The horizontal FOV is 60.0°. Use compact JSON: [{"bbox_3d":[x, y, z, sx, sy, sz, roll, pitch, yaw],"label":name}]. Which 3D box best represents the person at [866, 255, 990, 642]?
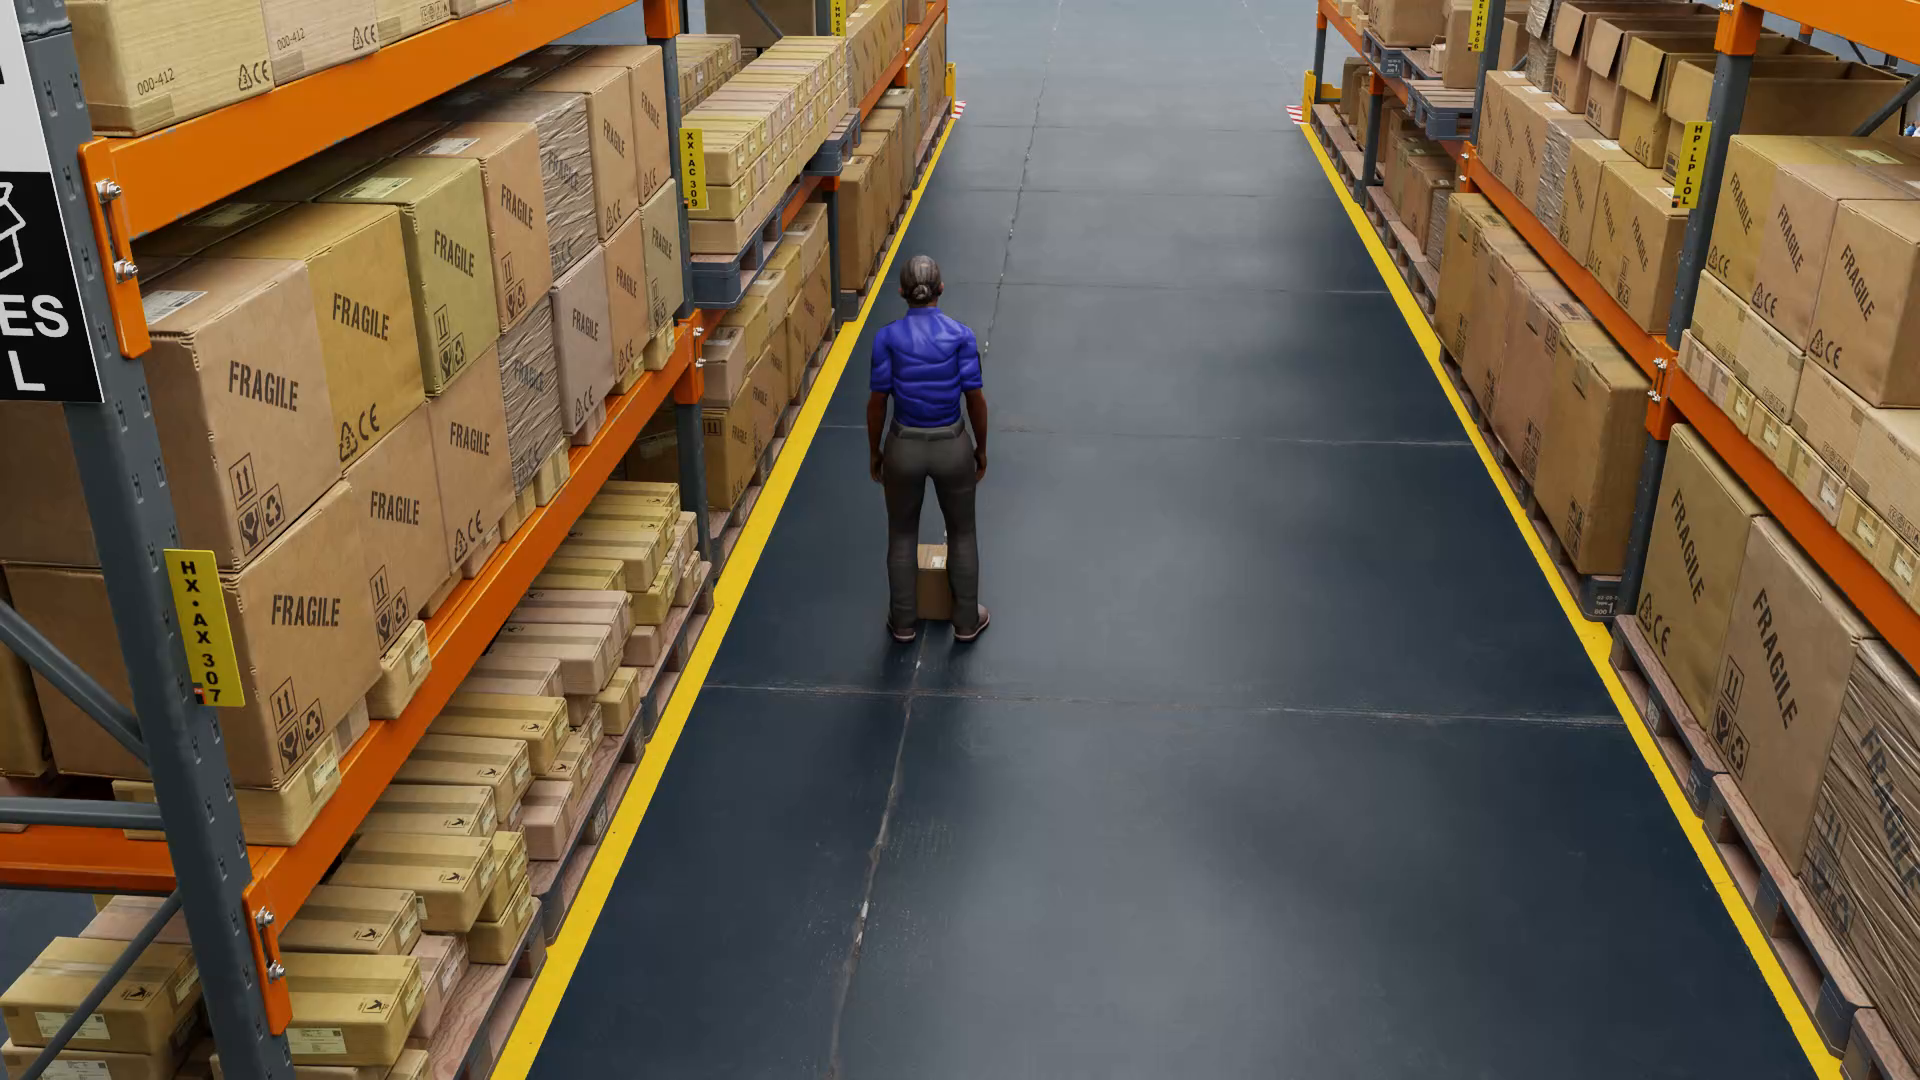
[{"bbox_3d":[-0.126,-0.354,6.882,0.512,1.654,0.346,0,25,0],"label":"person"}]
